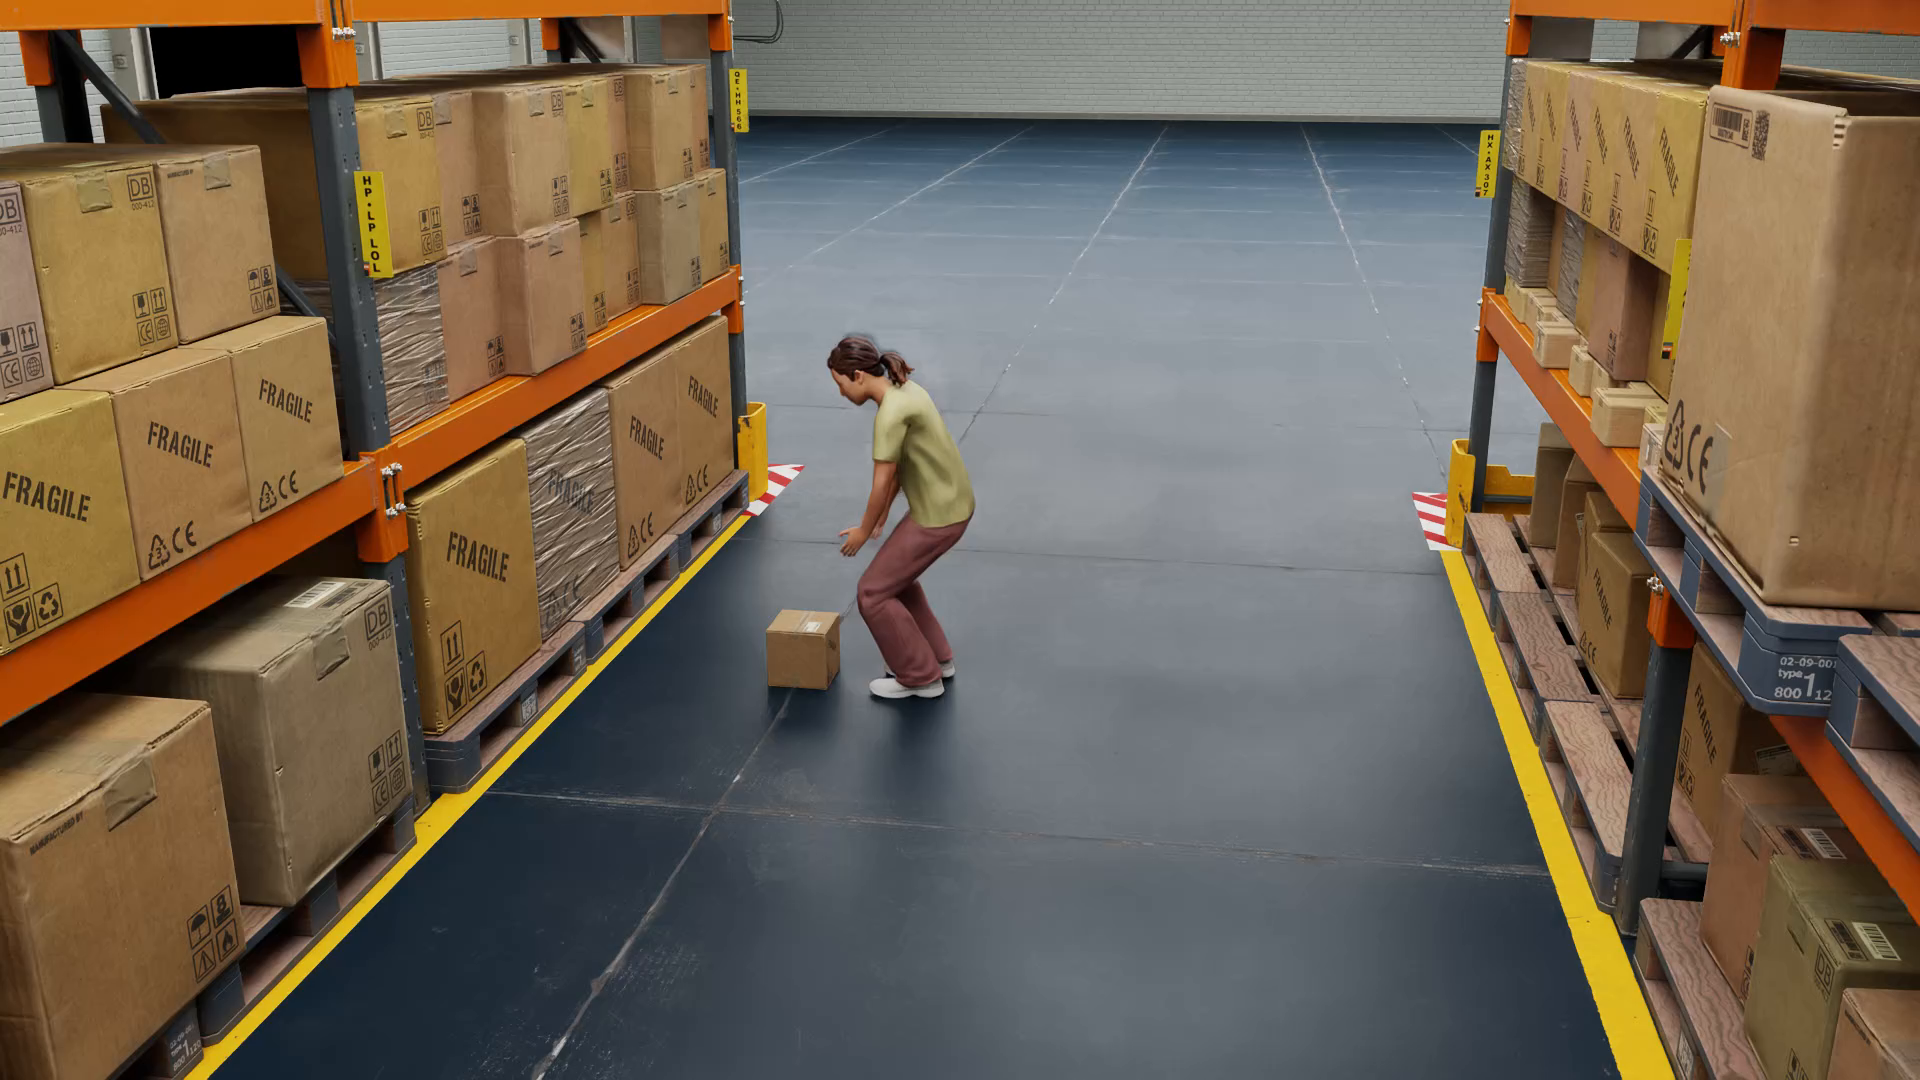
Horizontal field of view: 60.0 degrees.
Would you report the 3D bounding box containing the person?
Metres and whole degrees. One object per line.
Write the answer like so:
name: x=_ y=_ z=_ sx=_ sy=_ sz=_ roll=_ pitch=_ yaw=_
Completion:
person: x=-0.235 y=-0.087 z=6.672 sx=0.575 sy=1.469 sz=0.504 roll=3 pitch=18 yaw=9
